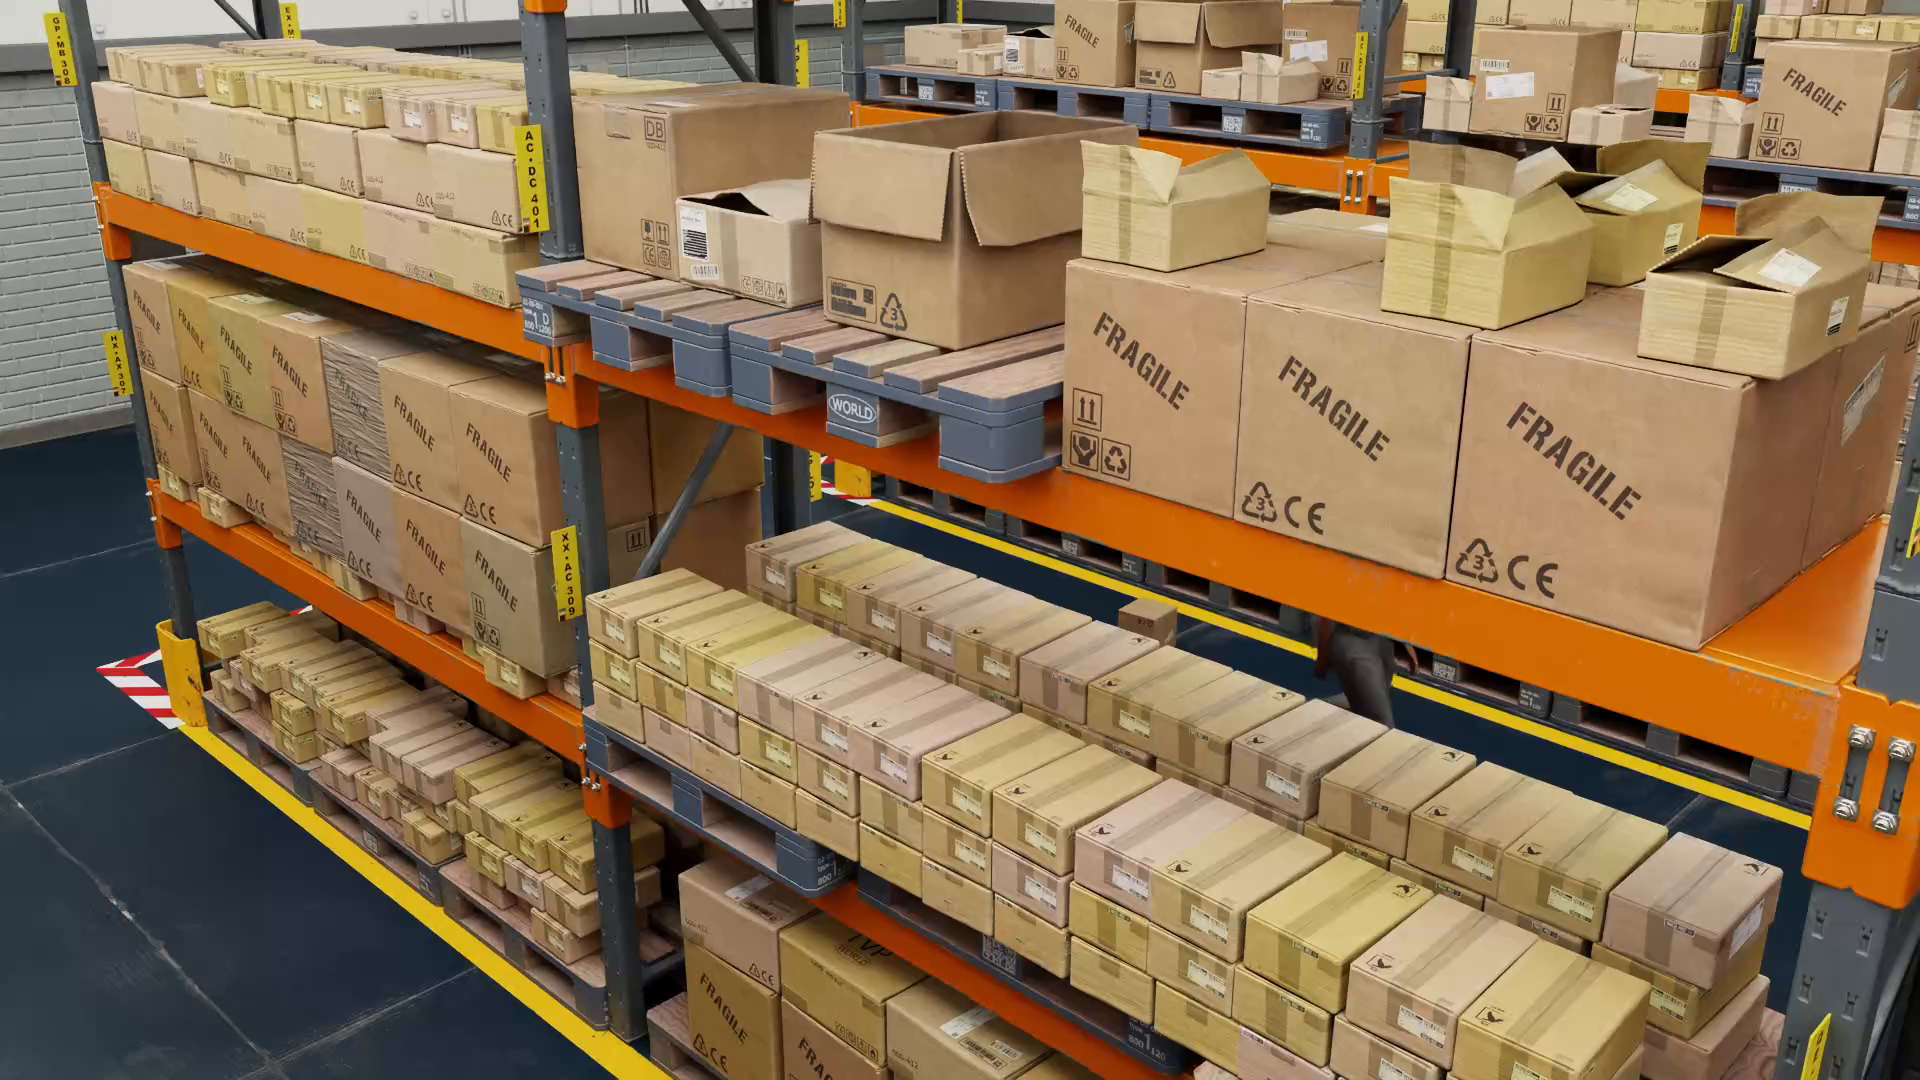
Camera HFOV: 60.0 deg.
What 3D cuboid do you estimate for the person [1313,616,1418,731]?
[{"bbox_3d":[1.848,0.479,7.790,0.854,1.611,0.441,19,28,41],"label":"person"}]
